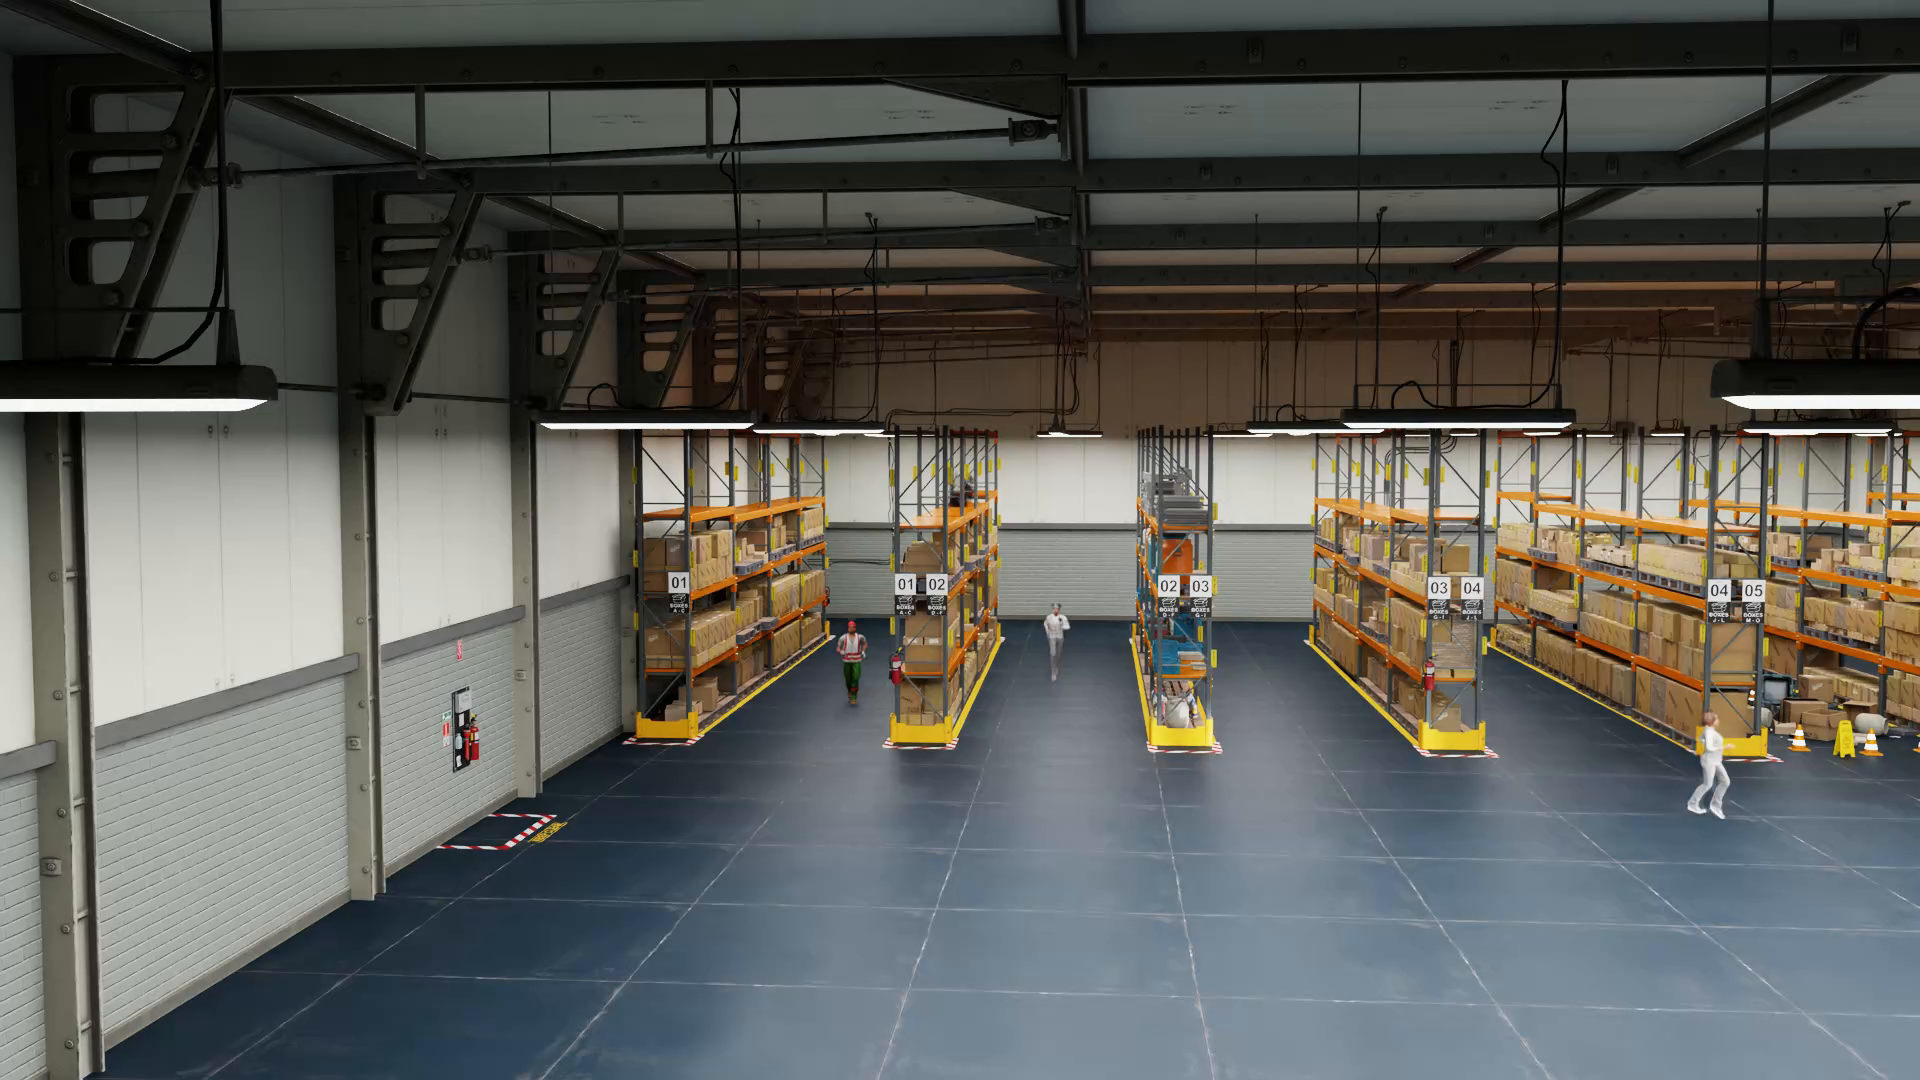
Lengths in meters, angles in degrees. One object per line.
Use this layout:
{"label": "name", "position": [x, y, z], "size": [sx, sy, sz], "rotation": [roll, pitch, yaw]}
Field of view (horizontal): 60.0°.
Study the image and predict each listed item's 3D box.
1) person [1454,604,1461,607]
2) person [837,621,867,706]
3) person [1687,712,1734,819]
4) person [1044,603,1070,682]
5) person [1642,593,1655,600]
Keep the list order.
{"label": "person", "position": [13.562, 2.172, 45.207], "size": [0.670, 1.696, 0.631], "rotation": [1, 3, 10]}
{"label": "person", "position": [-2.343, 2.649, 36.082], "size": [0.658, 1.782, 0.977], "rotation": [0, 3, -4]}
{"label": "person", "position": [11.383, 3.410, 25.171], "size": [0.660, 1.635, 0.514], "rotation": [3, 4, 36]}
{"label": "person", "position": [2.240, 2.310, 38.071], "size": [0.560, 1.777, 0.706], "rotation": [0, 3, 1]}
{"label": "person", "position": [19.601, 2.072, 47.256], "size": [0.663, 1.695, 0.607], "rotation": [1, 3, 11]}
